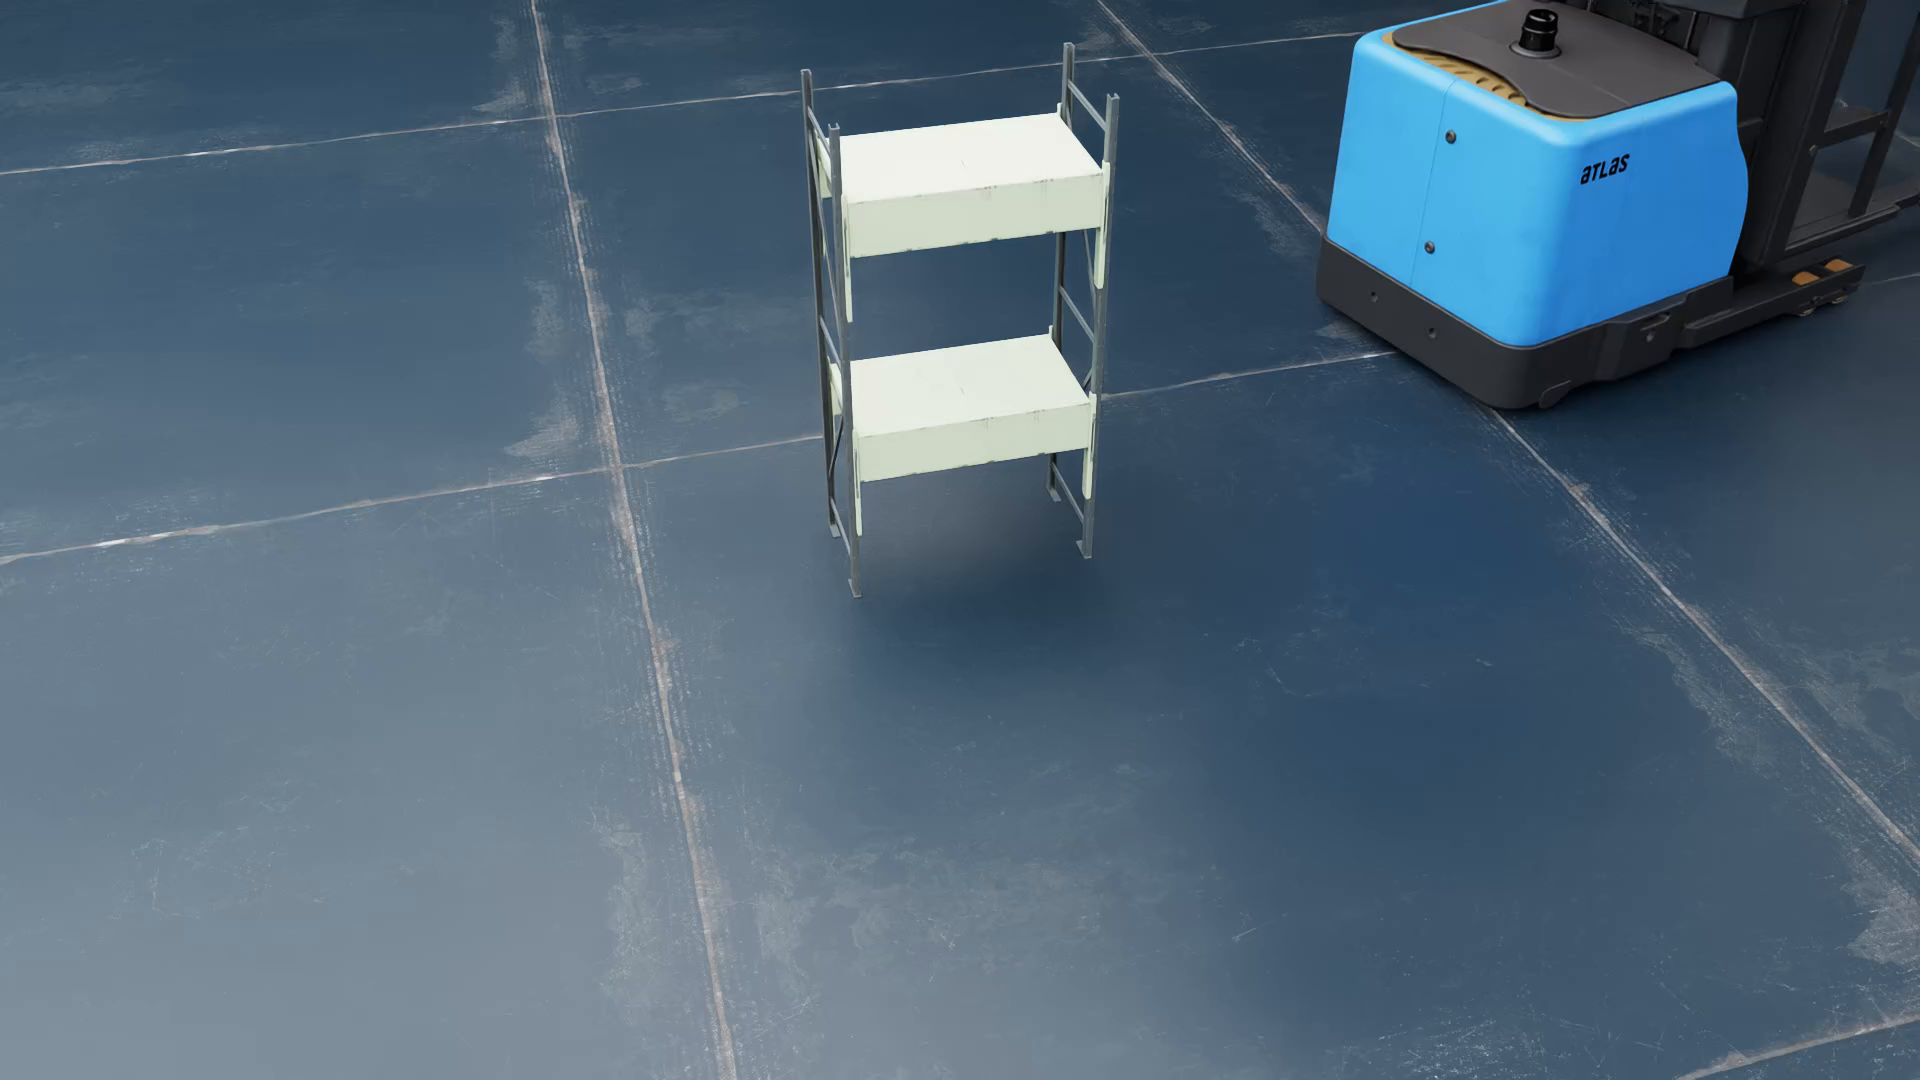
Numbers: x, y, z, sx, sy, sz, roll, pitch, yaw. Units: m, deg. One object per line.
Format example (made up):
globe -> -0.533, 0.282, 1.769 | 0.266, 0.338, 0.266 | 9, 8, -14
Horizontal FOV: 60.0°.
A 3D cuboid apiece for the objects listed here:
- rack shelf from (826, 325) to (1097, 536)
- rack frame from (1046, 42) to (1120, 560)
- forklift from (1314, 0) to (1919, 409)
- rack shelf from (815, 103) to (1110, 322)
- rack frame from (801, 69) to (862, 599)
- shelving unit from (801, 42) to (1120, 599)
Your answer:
rack shelf -> -0.006, -0.336, 4.991 | 0.720, 0.370, 0.431 | -9, 38, -12
rack frame -> 0.347, -0.653, 4.869 | 0.023, 1.500, 0.400 | -9, 38, -12
forklift -> 2.891, -2.277, 5.814 | 3.031, 2.935, 1.130 | -20, 42, -24
rack shelf -> -0.006, -0.905, 4.556 | 0.720, 0.370, 0.431 | -9, 38, -12
rack frame -> -0.360, -0.537, 4.717 | 0.023, 1.500, 0.400 | -9, 38, -12
shelving unit -> -0.006, -0.595, 4.793 | 0.755, 1.500, 0.431 | -9, 38, -12
